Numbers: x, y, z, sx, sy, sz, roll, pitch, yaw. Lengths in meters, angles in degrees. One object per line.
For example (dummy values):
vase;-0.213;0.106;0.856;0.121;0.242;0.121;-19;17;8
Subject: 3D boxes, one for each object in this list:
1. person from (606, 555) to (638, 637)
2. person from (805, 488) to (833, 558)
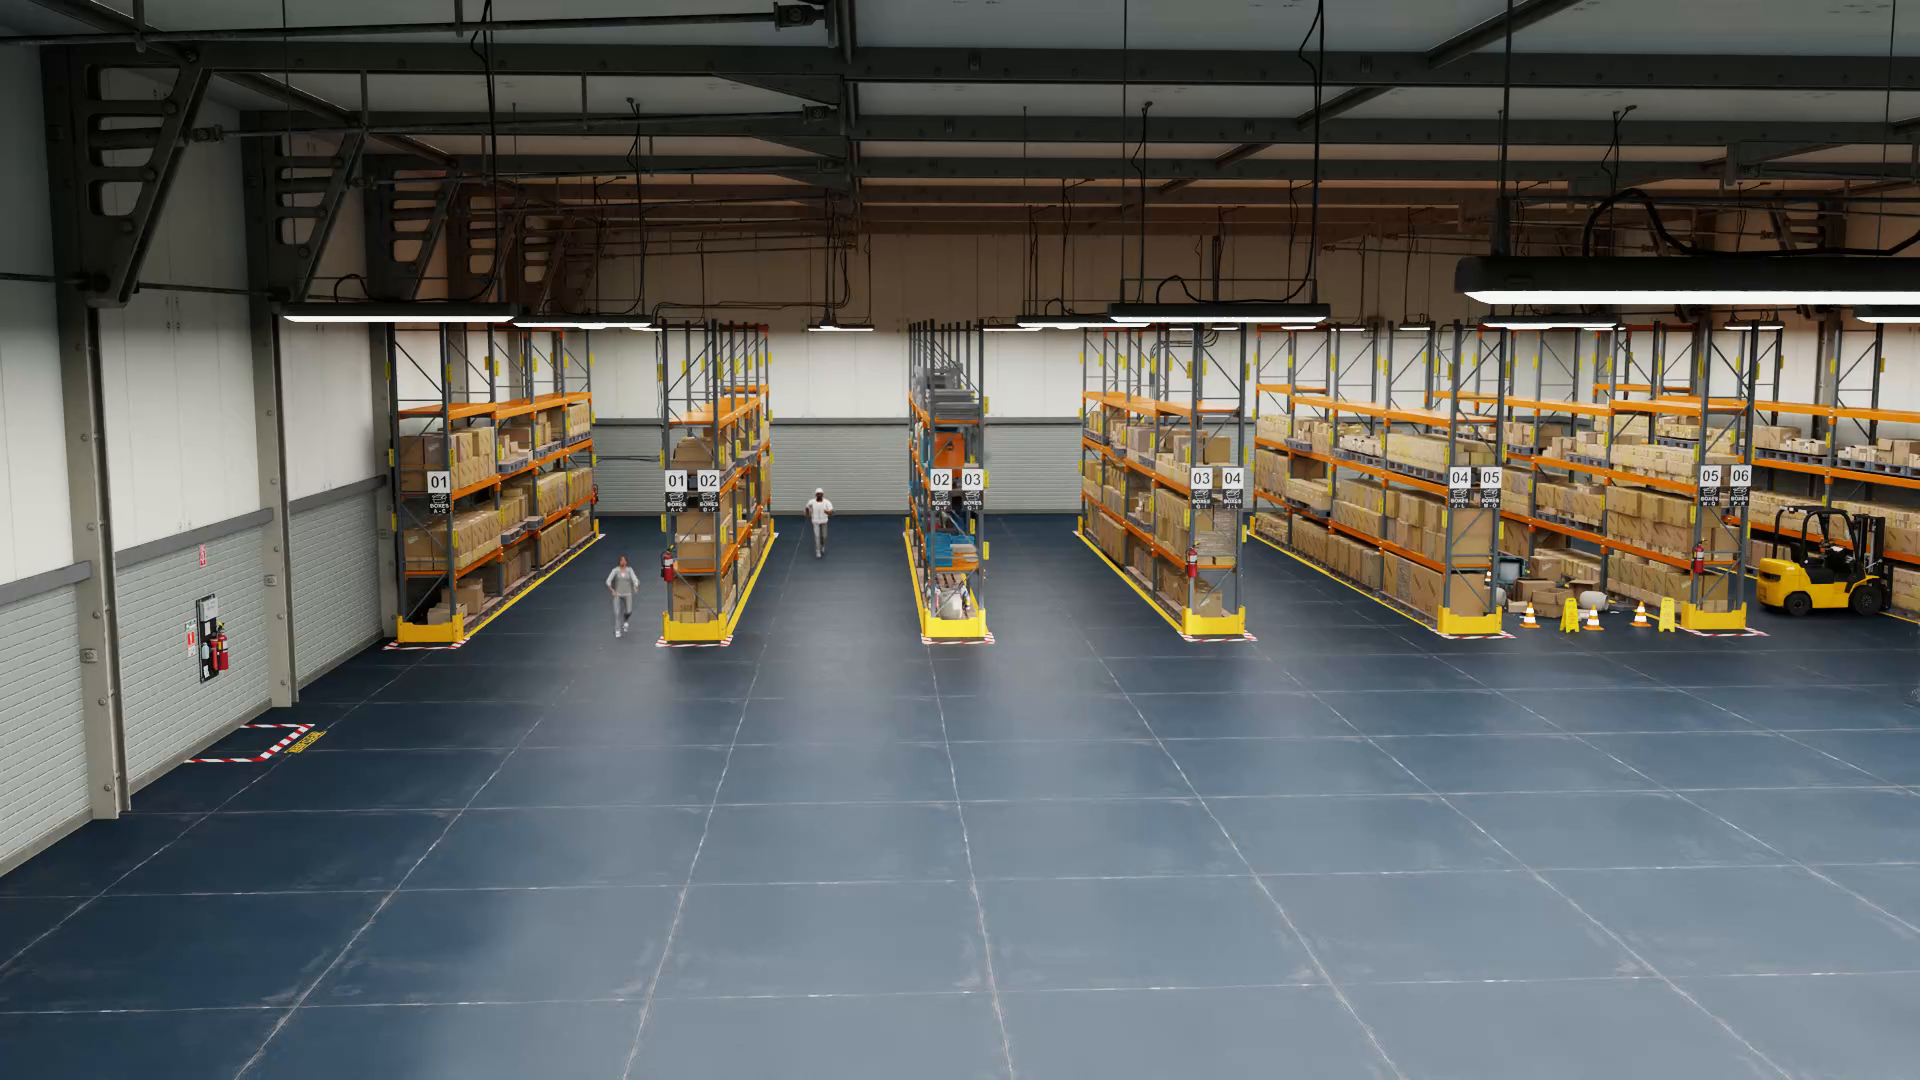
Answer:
person;-6.423;1.059;31.637;0.605;1.548;0.478;-2;7;-13
person;-3.616;-0.463;42.845;0.707;1.745;0.987;-1;7;-8
